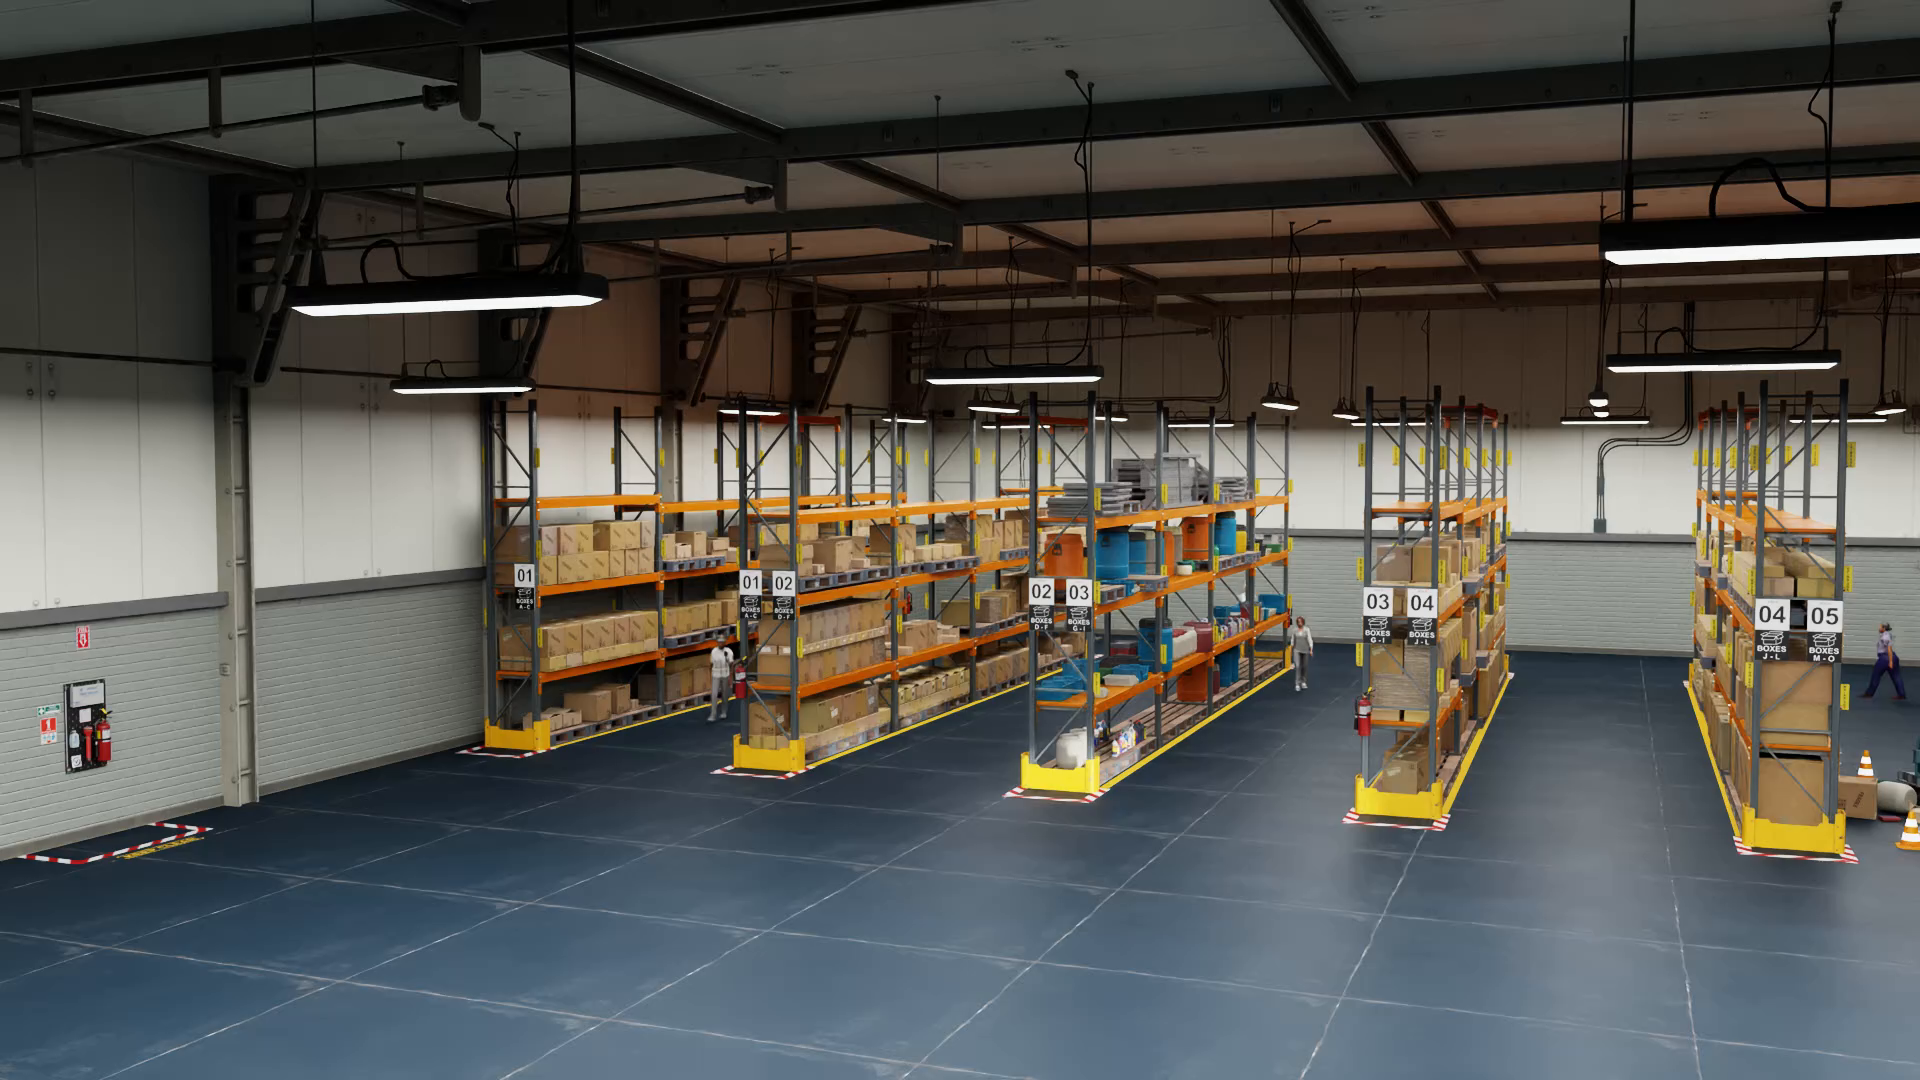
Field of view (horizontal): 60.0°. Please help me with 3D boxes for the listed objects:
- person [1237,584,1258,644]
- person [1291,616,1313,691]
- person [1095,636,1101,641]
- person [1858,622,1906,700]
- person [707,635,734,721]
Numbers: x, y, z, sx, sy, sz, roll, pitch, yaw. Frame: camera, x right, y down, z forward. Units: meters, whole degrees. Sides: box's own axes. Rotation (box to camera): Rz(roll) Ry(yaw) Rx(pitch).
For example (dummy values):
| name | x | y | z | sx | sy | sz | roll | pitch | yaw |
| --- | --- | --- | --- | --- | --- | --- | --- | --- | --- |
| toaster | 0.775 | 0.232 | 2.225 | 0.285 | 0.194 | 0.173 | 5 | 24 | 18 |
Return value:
| name | x | y | z | sx | sy | sz | roll | pitch | yaw |
| --- | --- | --- | --- | --- | --- | --- | --- | --- | --- |
| person | 7.587 | 1.967 | 43.770 | 0.529 | 1.713 | 1.109 | -1 | 3 | -13 |
| person | 7.363 | 2.435 | 35.823 | 0.474 | 1.582 | 0.682 | 1 | 3 | 12 |
| person | 3.398 | 1.961 | 45.077 | 1.001 | 1.599 | 0.455 | 1 | 3 | 27 |
| person | 19.145 | 2.490 | 34.410 | 0.480 | 1.609 | 0.878 | -2 | 3 | -33 |
| person | -4.548 | 2.610 | 31.550 | 0.515 | 1.628 | 0.947 | 0 | 3 | -9 |
